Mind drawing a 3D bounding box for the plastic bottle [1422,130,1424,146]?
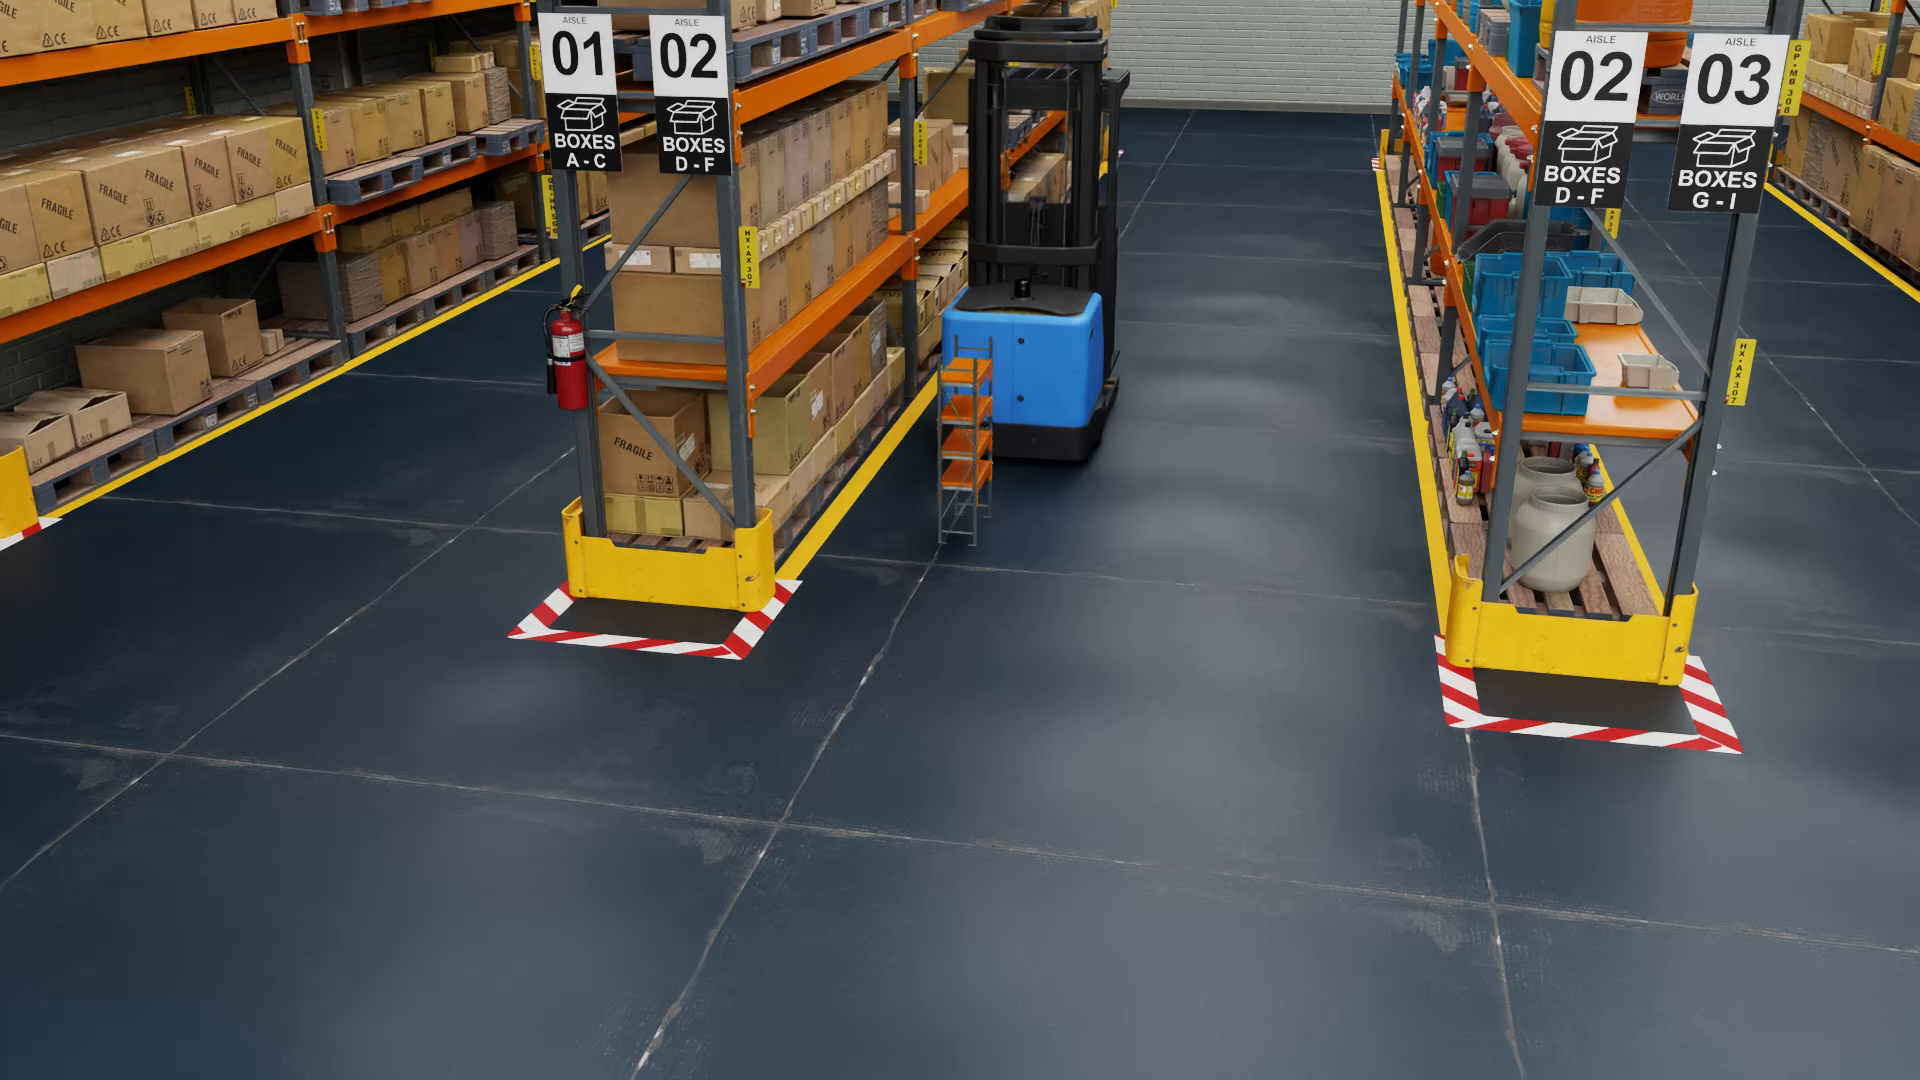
[{"bbox_3d":[4.679,-4.036,16.626,0.097,0.201,0.097,0,22,0],"label":"plastic bottle"}]

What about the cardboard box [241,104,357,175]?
[{"bbox_3d":[-5.551,-3.371,13.986,0.700,0.500,0.500,5,22,11],"label":"cardboard box"}]

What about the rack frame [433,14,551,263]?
[{"bbox_3d":[-4.872,-4.400,17.263,1.000,3.000,0.127,4,22,11],"label":"rack frame"}]

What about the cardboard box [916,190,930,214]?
[{"bbox_3d":[-0.458,-2.753,13.510,0.380,0.149,0.250,4,22,11],"label":"cardboard box"}]

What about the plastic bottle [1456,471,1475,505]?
[{"bbox_3d":[3.139,-0.330,10.315,0.097,0.201,0.097,0,22,0],"label":"plastic bottle"}]

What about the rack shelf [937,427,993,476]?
[{"bbox_3d":[0.034,-0.555,10.305,0.258,0.148,0.480,4,22,11],"label":"rack shelf"}]

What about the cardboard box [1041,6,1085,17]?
[{"bbox_3d":[1.270,-6.336,20.599,0.500,0.500,0.500,4,22,9],"label":"cardboard box"}]

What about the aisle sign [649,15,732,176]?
[{"bbox_3d":[-1.368,-2.256,8.461,0.394,0.787,0.004,4,22,11],"label":"aisle sign"}]

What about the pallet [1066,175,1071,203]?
[{"bbox_3d":[0.935,-4.444,21.106,1.003,0.211,1.213,4,22,11],"label":"pallet"}]

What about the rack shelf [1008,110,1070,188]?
[{"bbox_3d":[0.386,-4.421,18.280,1.077,0.370,4.000,4,22,11],"label":"rack shelf"}]

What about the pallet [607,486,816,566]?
[{"bbox_3d":[-1.540,-0.087,10.288,1.003,0.211,1.213,4,22,11],"label":"pallet"}]

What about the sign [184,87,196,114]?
[{"bbox_3d":[-6.233,-3.515,13.517,0.100,0.325,0.005,4,22,11],"label":"sign"}]

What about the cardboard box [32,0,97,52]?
[{"bbox_3d":[-5.945,-3.408,10.626,0.500,0.500,0.500,6,23,13],"label":"cardboard box"}]

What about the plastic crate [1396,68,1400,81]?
[{"bbox_3d":[5.801,-6.052,21.637,0.250,0.136,0.298,4,22,11],"label":"plastic crate"}]

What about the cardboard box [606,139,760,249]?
[{"bbox_3d":[-1.536,-1.935,9.273,0.700,0.500,0.500,5,22,11],"label":"cardboard box"}]

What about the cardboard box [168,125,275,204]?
[{"bbox_3d":[-5.579,-2.845,12.573,0.500,0.500,0.500,4,22,11],"label":"cardboard box"}]

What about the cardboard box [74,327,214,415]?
[{"bbox_3d":[-5.961,-1.238,12.169,0.700,0.500,0.500,3,22,8],"label":"cardboard box"}]

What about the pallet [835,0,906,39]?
[{"bbox_3d":[-0.987,-3.597,11.374,1.003,0.211,1.213,4,22,11],"label":"pallet"}]

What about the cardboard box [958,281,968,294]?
[{"bbox_3d":[-0.200,-2.171,14.848,0.500,0.250,0.500,5,22,12],"label":"cardboard box"}]

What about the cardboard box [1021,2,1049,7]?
[{"bbox_3d":[0.849,-6.573,21.188,0.500,0.500,0.500,5,22,11],"label":"cardboard box"}]

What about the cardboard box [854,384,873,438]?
[{"bbox_3d":[-0.918,-0.928,11.761,0.500,0.250,0.500,4,22,11],"label":"cardboard box"}]

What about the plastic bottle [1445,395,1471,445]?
[{"bbox_3d":[3.400,-0.825,11.343,0.144,0.351,0.185,4,22,9],"label":"plastic bottle"}]

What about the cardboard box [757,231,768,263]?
[{"bbox_3d":[-1.313,-1.669,9.481,0.380,0.149,0.250,4,22,10],"label":"cardboard box"}]

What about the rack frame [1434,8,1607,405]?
[{"bbox_3d":[4.010,-2.182,11.756,1.000,3.000,0.127,4,22,11],"label":"rack frame"}]

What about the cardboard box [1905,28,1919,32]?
[{"bbox_3d":[10.947,-5.482,18.748,0.500,0.500,0.500,4,22,11],"label":"cardboard box"}]

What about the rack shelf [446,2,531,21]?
[{"bbox_3d":[-4.464,-6.189,18.654,1.077,0.370,4.000,4,22,11],"label":"rack shelf"}]

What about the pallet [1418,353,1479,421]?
[{"bbox_3d":[4.132,-1.179,12.997,1.003,0.211,1.213,4,22,11],"label":"pallet"}]

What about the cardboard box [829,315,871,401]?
[{"bbox_3d":[-0.931,-1.277,11.623,0.500,0.500,0.500,4,22,11],"label":"cardboard box"}]

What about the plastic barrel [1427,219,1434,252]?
[{"bbox_3d":[4.937,-3.079,16.752,0.421,0.512,0.421,0,22,0],"label":"plastic barrel"}]

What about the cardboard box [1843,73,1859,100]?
[{"bbox_3d":[10.427,-5.169,18.977,0.500,0.250,0.500,5,23,13],"label":"cardboard box"}]

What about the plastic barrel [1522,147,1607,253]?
[{"bbox_3d":[4.385,-2.533,11.956,0.600,0.901,0.708,4,22,11],"label":"plastic barrel"}]

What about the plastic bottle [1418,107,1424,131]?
[{"bbox_3d":[4.868,-4.408,17.456,0.097,0.271,0.097,0,22,0],"label":"plastic bottle"}]

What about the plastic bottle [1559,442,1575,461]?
[{"bbox_3d":[4.019,-0.618,10.929,0.152,0.276,0.135,5,22,12],"label":"plastic bottle"}]

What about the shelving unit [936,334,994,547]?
[{"bbox_3d":[0.034,-0.617,10.280,0.258,1.200,0.503,4,22,11],"label":"shelving unit"}]

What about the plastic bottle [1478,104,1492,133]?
[{"bbox_3d":[5.374,-4.283,17.039,0.144,0.351,0.185,4,22,11],"label":"plastic bottle"}]

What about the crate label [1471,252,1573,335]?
[{"bbox_3d":[3.305,-1.429,9.840,0.502,0.435,0.616,4,22,11],"label":"crate label"}]

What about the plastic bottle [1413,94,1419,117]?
[{"bbox_3d":[5.097,-4.818,18.475,0.097,0.271,0.097,0,22,0],"label":"plastic bottle"}]

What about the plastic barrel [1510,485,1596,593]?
[{"bbox_3d":[3.253,-0.006,9.122,0.421,0.512,0.421,0,22,0],"label":"plastic barrel"}]

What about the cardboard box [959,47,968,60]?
[{"bbox_3d":[0.400,-5.315,18.840,0.700,0.500,0.500,8,23,19],"label":"cardboard box"}]

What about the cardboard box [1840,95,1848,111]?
[{"bbox_3d":[10.390,-5.032,19.169,0.380,0.149,0.250,5,22,12],"label":"cardboard box"}]

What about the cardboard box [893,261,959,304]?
[{"bbox_3d":[-0.299,-2.245,14.279,0.500,0.311,0.500,4,22,9],"label":"cardboard box"}]

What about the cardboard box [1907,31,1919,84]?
[{"bbox_3d":[10.369,-5.008,17.295,0.797,0.503,0.637,4,22,10],"label":"cardboard box"}]

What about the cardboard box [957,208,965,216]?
[{"bbox_3d":[-0.061,-3.428,17.608,0.500,0.500,0.500,5,23,13],"label":"cardboard box"}]

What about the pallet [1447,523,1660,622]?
[{"bbox_3d":[3.334,0.246,9.459,1.003,0.211,1.213,4,22,11],"label":"pallet"}]

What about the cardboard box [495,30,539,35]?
[{"bbox_3d":[-4.817,-5.504,18.441,0.500,0.250,0.500,4,22,10],"label":"cardboard box"}]

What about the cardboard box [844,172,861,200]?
[{"bbox_3d":[-0.894,-2.420,11.346,0.380,0.149,0.250,4,22,11],"label":"cardboard box"}]

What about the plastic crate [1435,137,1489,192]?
[{"bbox_3d":[4.197,-3.107,13.967,0.402,0.464,0.583,4,22,11],"label":"plastic crate"}]

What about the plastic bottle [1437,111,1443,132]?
[{"bbox_3d":[4.903,-4.246,17.037,0.061,0.283,0.133,4,22,11],"label":"plastic bottle"}]

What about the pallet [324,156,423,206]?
[{"bbox_3d":[-5.390,-3.117,14.333,1.003,0.211,1.213,4,22,11],"label":"pallet"}]

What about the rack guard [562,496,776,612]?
[{"bbox_3d":[-1.660,0.070,9.510,1.175,0.500,0.348,4,22,11],"label":"rack guard"}]

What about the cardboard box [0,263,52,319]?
[{"bbox_3d":[-6.094,-1.568,10.406,0.500,0.250,0.500,4,22,9],"label":"cardboard box"}]

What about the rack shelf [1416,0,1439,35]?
[{"bbox_3d":[5.234,-5.434,16.778,1.077,0.370,4.000,4,22,11],"label":"rack shelf"}]

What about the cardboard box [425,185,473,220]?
[{"bbox_3d":[-5.146,-3.321,16.339,0.500,0.250,0.500,5,22,12],"label":"cardboard box"}]

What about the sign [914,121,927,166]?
[{"bbox_3d":[-0.295,-2.957,12.417,0.100,0.325,0.005,4,22,11],"label":"sign"}]

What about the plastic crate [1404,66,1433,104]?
[{"bbox_3d":[5.404,-5.325,19.501,0.392,0.384,0.575,4,22,11],"label":"plastic crate"}]

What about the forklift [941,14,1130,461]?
[{"bbox_3d":[0.650,-2.426,12.454,1.130,2.935,3.031,4,22,10],"label":"forklift"}]

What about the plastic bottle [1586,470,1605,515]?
[{"bbox_3d":[3.869,-0.297,10.139,0.097,0.271,0.097,0,22,0],"label":"plastic bottle"}]

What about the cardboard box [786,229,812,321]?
[{"bbox_3d":[-1.337,-1.688,10.395,0.700,0.500,0.500,5,22,11],"label":"cardboard box"}]
